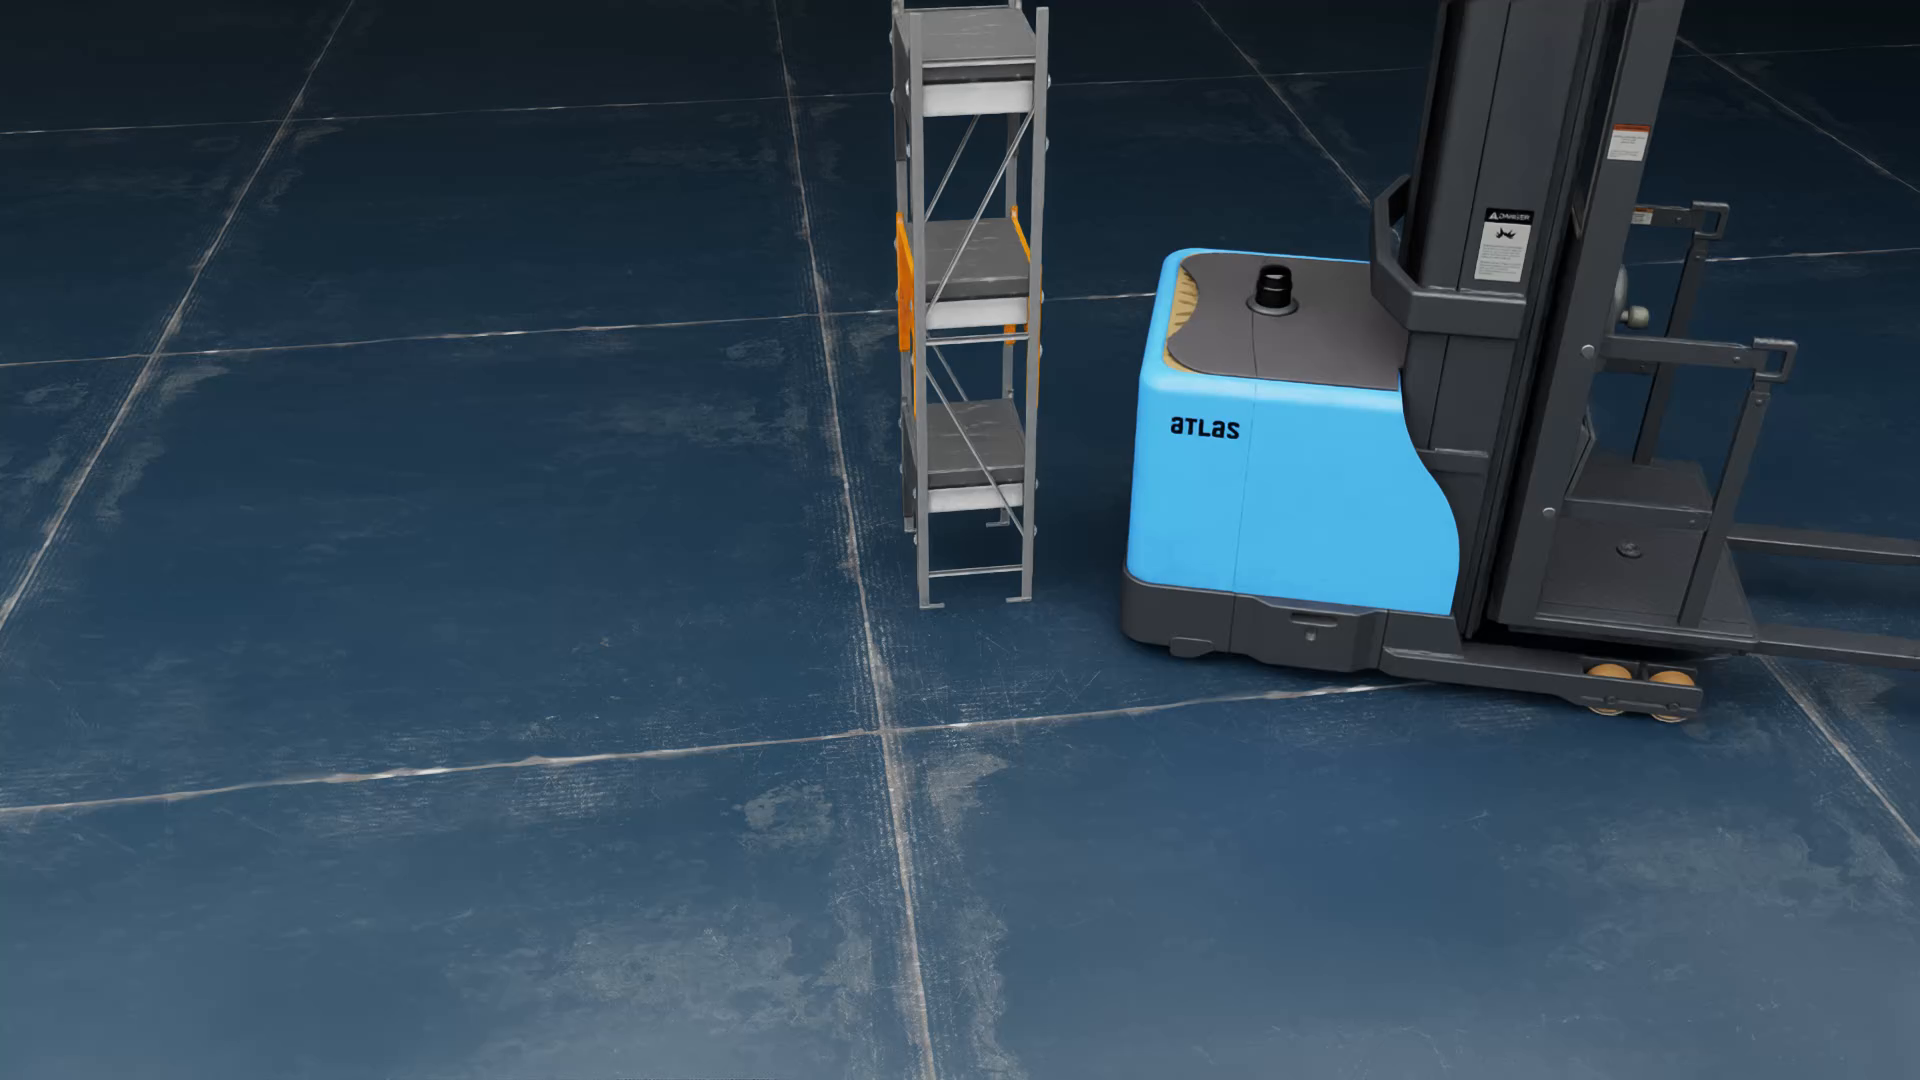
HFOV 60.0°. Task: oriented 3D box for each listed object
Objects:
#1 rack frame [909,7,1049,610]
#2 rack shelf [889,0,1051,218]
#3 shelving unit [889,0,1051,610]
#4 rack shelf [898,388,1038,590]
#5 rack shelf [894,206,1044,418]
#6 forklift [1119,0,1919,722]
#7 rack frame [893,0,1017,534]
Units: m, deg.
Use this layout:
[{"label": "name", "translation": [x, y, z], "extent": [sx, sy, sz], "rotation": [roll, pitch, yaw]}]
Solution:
[{"label": "rack frame", "translation": [0.055, -0.639, 5.323], "extent": [0.400, 2.100, 0.015], "rotation": [-4, 35, -6]}, {"label": "rack shelf", "translation": [0.022, -1.342, 5.137], "extent": [0.431, 0.518, 0.480], "rotation": [-4, 35, -6]}, {"label": "shelving unit", "translation": [0.022, -0.775, 5.523], "extent": [0.431, 2.100, 0.503], "rotation": [-4, 35, -6]}, {"label": "rack shelf", "translation": [0.022, -0.186, 5.925], "extent": [0.431, 0.518, 0.480], "rotation": [-4, 35, -6]}, {"label": "rack shelf", "translation": [0.022, -0.764, 5.531], "extent": [0.431, 0.518, 0.480], "rotation": [-4, 35, -6]}, {"label": "forklift", "translation": [2.113, -0.947, 5.037], "extent": [3.031, 2.935, 1.130], "rotation": [6, 35, 9]}, {"label": "rack frame", "translation": [-0.011, -0.911, 5.723], "extent": [0.400, 2.100, 0.015], "rotation": [-4, 35, -6]}]
